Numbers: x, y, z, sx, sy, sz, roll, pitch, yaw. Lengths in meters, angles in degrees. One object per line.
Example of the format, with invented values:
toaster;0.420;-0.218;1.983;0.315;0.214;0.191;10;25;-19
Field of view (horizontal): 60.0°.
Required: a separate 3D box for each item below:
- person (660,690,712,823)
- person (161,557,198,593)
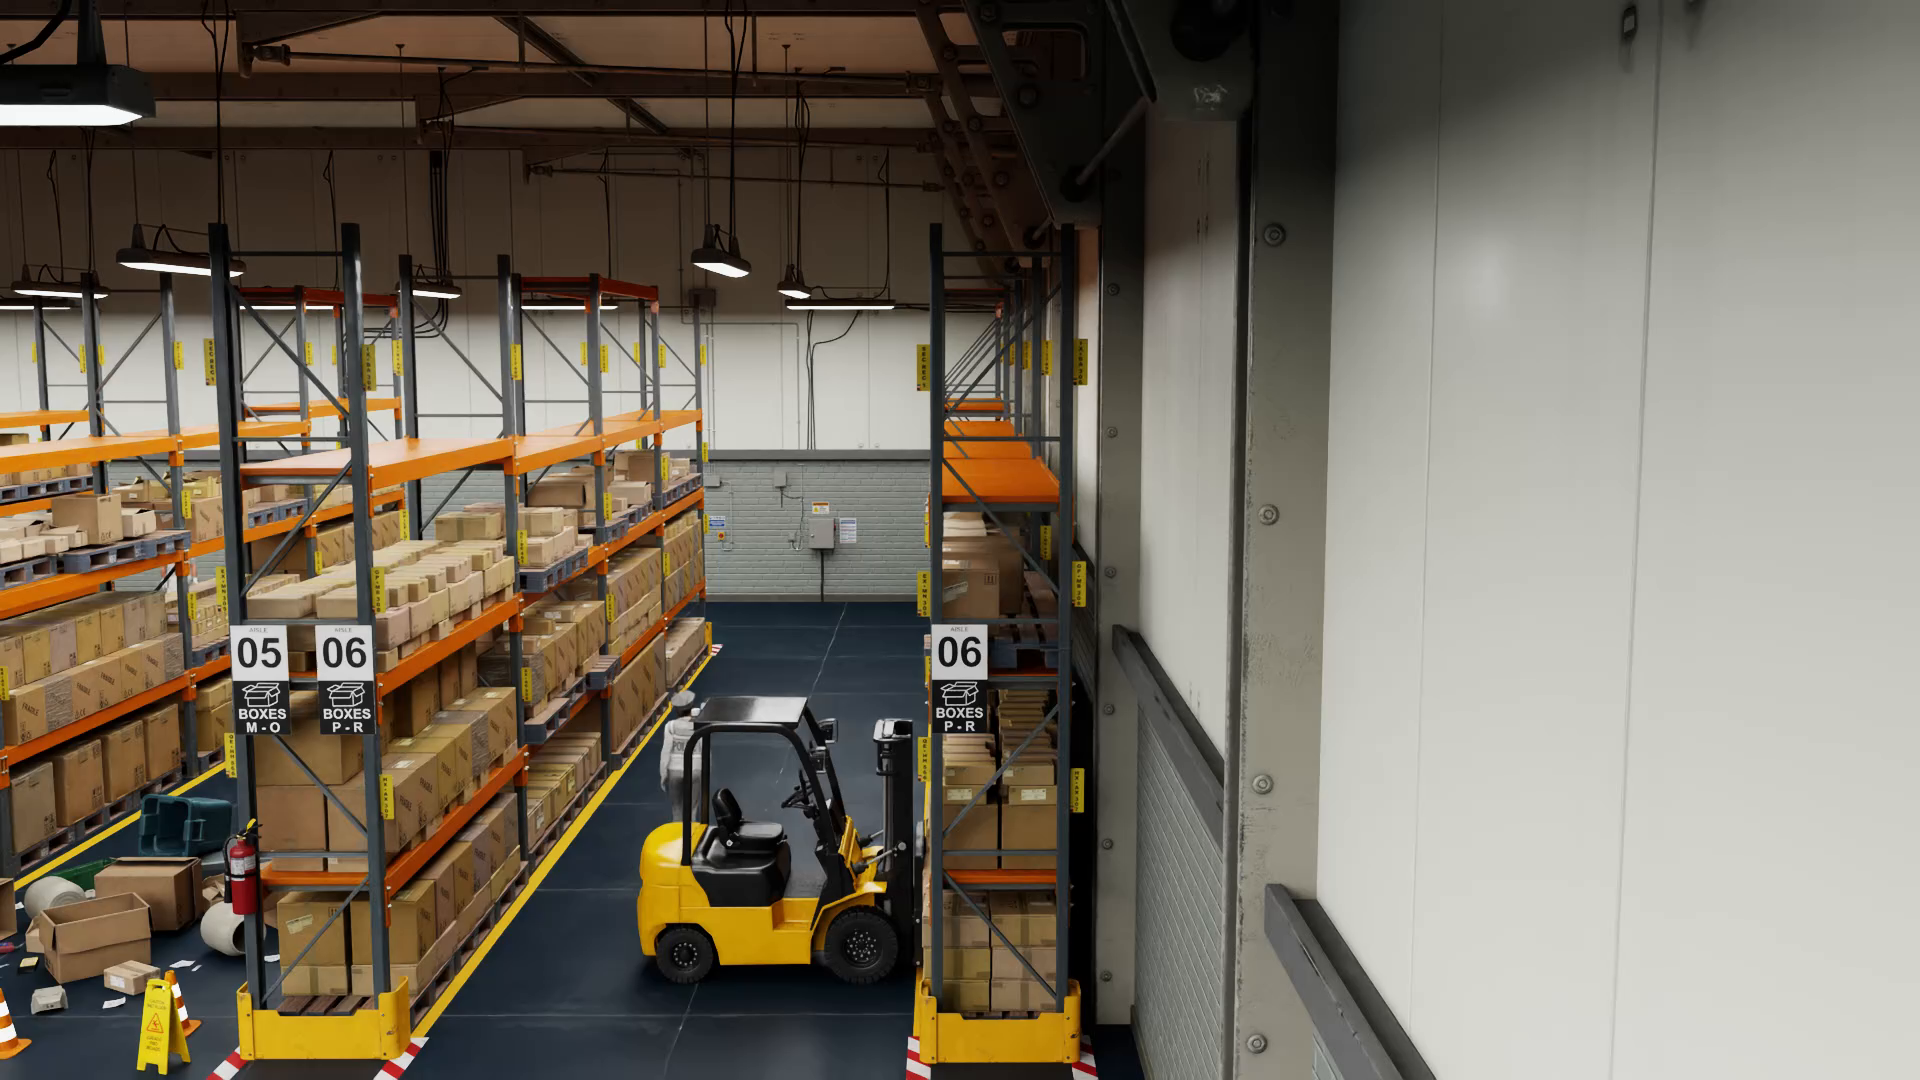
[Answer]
person;-2.773;2.398;16.842;0.522;1.743;0.579;-1;7;-5
person;-14.170;0.776;30.188;0.597;1.800;0.882;-4;8;-31
